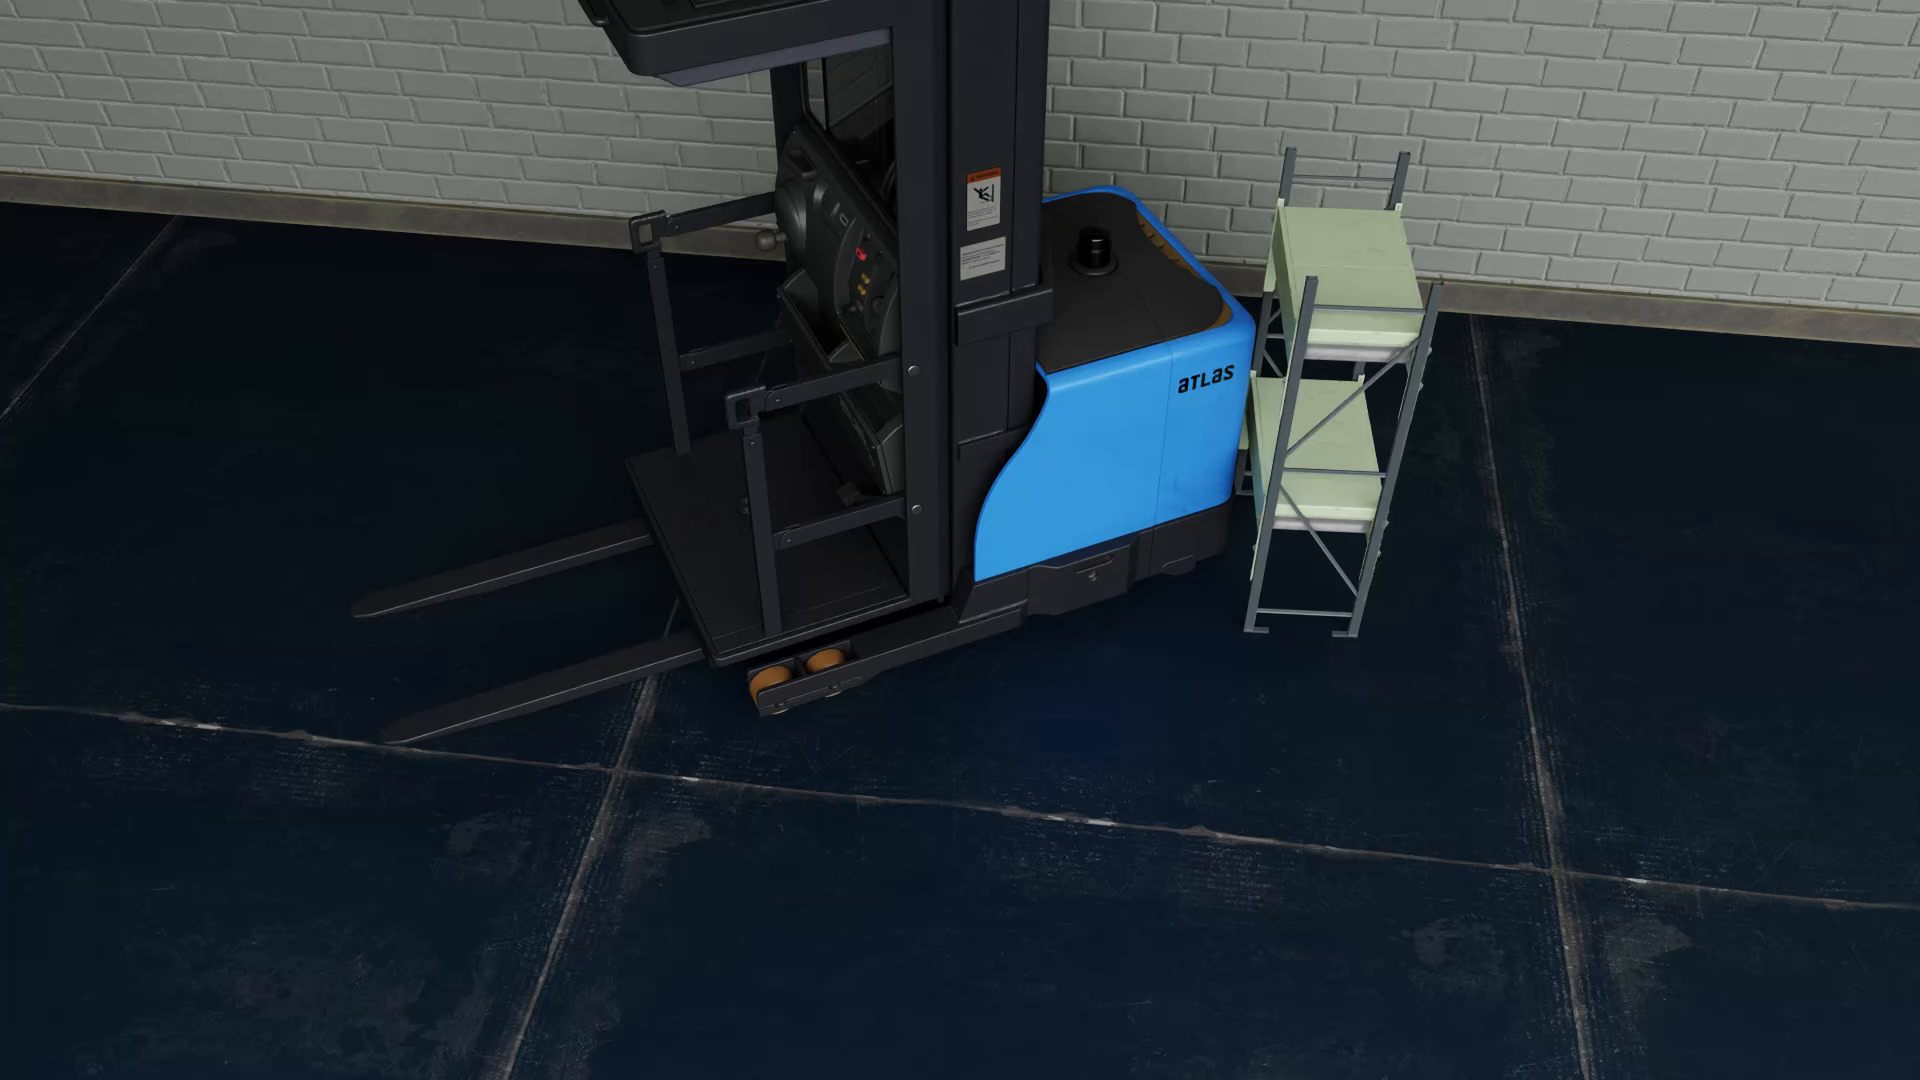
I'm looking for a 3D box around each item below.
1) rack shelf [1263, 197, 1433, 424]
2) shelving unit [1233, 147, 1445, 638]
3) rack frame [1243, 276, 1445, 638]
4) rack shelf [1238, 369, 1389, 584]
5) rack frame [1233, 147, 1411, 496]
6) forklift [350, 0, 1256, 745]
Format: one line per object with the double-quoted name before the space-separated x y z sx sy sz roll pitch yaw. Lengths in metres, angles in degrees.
"rack shelf" 1.236 -0.750 5.381 0.431 0.370 0.720 3 44 2
"shelving unit" 1.234 -0.467 5.650 0.431 1.500 0.755 3 44 2
"rack frame" 1.211 -0.216 5.384 0.400 1.500 0.023 3 44 2
"rack shelf" 1.231 -0.230 5.874 0.431 0.370 0.720 3 44 2
"rack frame" 1.256 -0.718 5.915 0.400 1.500 0.023 3 44 2
"forklift" -0.569 -0.891 5.059 3.031 2.935 1.130 -17 46 -17
